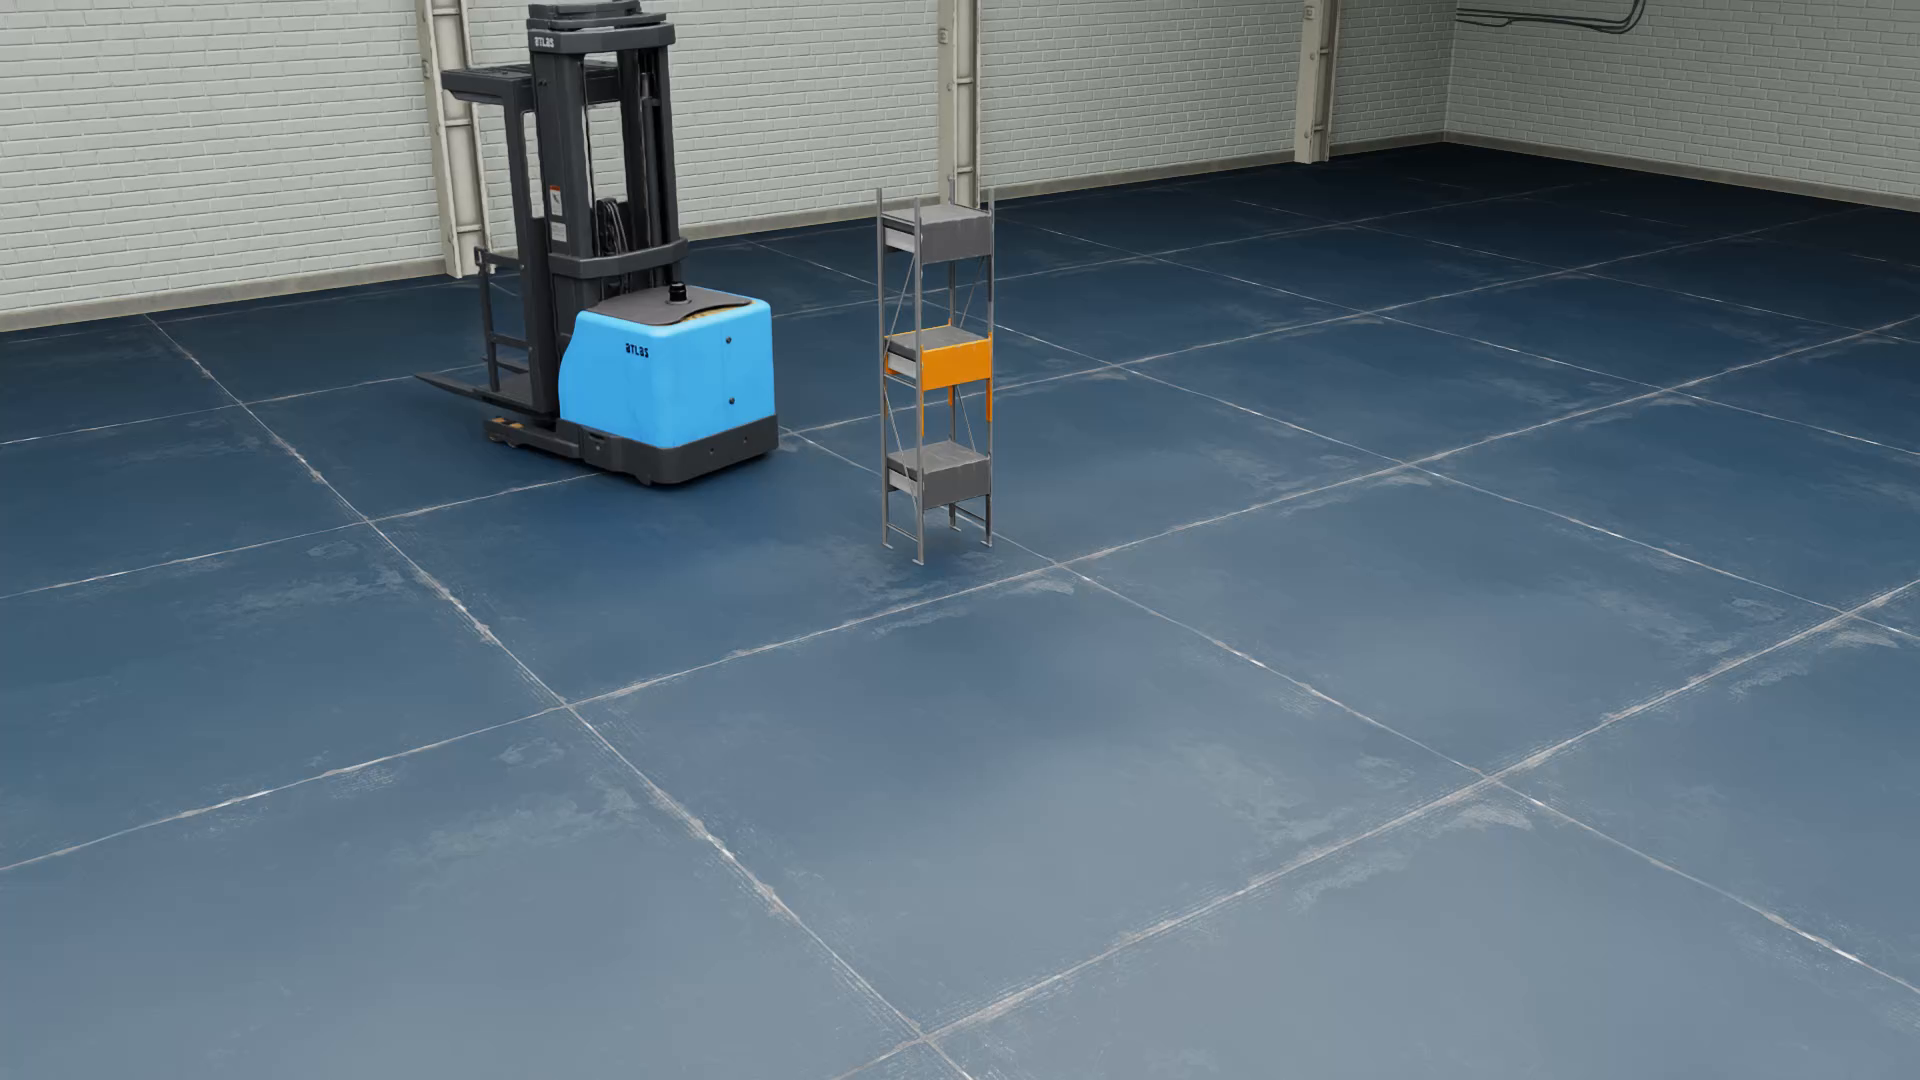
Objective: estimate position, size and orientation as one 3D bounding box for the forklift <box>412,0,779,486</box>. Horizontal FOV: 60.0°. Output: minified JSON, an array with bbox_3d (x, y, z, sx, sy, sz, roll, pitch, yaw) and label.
[{"bbox_3d":[-2.696,-2.137,11.298,3.031,2.935,1.130,17,27,36],"label":"forklift"}]

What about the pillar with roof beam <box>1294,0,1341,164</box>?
[{"bbox_3d":[7.379,-8.143,18.162,0.400,9.000,9.100,-15,26,-33],"label":"pillar with roof beam"}]

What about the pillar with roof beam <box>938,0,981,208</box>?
[{"bbox_3d":[2.509,-6.845,14.908,0.400,9.000,9.100,-15,26,-33],"label":"pillar with roof beam"}]

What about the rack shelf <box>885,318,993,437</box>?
[{"bbox_3d":[-0.134,-0.927,9.422,0.480,0.518,0.431,-15,26,-33],"label":"rack shelf"}]

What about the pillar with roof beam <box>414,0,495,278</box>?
[{"bbox_3d":[-2.362,-5.546,11.653,0.400,9.000,9.100,-15,26,-33],"label":"pillar with roof beam"}]

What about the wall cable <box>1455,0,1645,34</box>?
[{"bbox_3d":[8.029,-8.236,22.585,0.112,2.526,3.097,-15,26,-33],"label":"wall cable"}]

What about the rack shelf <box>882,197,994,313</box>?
[{"bbox_3d":[-0.134,-1.577,9.163,0.480,0.518,0.431,-15,26,-33],"label":"rack shelf"}]

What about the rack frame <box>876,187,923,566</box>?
[{"bbox_3d":[-0.332,-0.887,9.285,0.015,2.100,0.400,-15,26,-33],"label":"rack frame"}]

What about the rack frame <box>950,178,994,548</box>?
[{"bbox_3d":[0.064,-0.992,9.550,0.015,2.100,0.400,-15,26,-33],"label":"rack frame"}]

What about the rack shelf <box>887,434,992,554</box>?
[{"bbox_3d":[-0.134,-0.277,9.682,0.480,0.518,0.431,-15,26,-33],"label":"rack shelf"}]

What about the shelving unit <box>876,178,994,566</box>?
[{"bbox_3d":[-0.134,-0.939,9.417,0.503,2.100,0.431,-15,26,-33],"label":"shelving unit"}]
